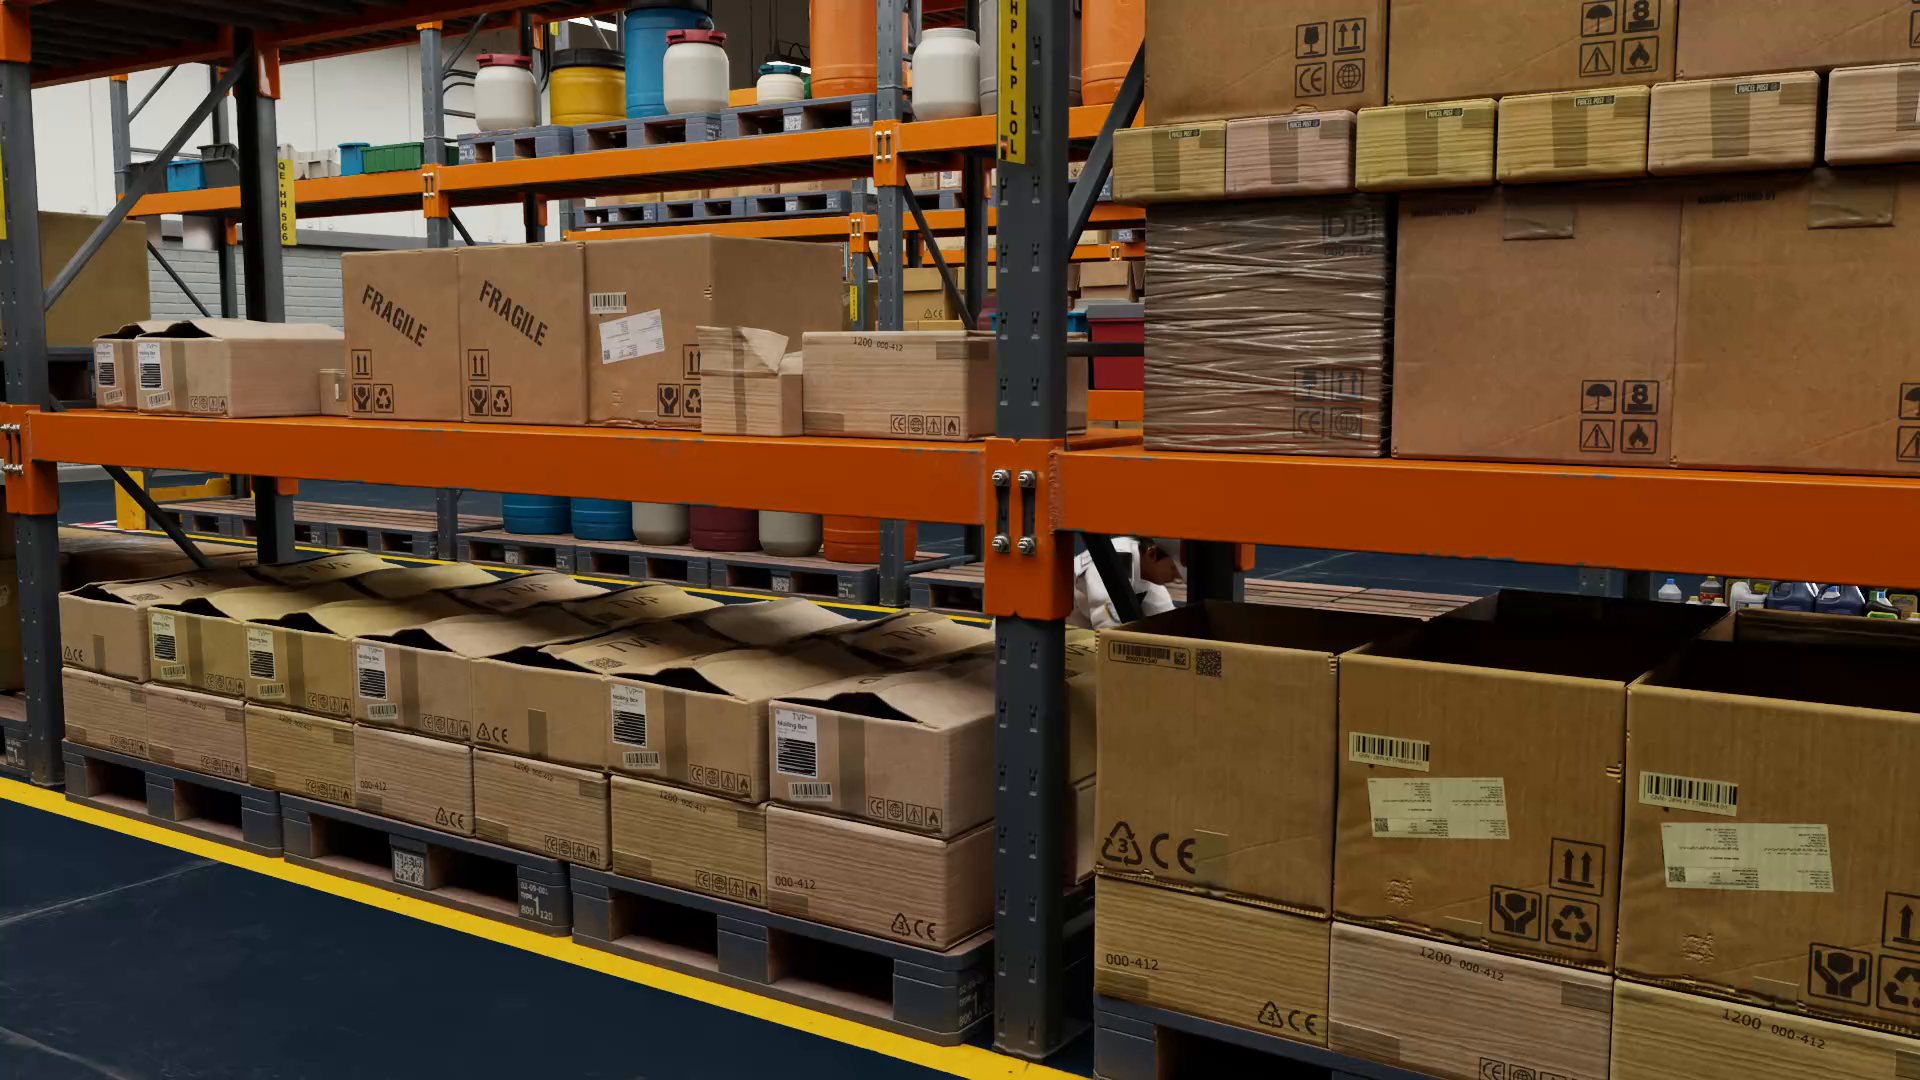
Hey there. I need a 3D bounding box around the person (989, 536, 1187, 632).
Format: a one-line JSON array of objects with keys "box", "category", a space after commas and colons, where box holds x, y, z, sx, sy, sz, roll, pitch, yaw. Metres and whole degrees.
[{"box": [0.522, 0.363, 6.109, 0.845, 0.934, 0.528, 4, 8, 34], "category": "person"}]
